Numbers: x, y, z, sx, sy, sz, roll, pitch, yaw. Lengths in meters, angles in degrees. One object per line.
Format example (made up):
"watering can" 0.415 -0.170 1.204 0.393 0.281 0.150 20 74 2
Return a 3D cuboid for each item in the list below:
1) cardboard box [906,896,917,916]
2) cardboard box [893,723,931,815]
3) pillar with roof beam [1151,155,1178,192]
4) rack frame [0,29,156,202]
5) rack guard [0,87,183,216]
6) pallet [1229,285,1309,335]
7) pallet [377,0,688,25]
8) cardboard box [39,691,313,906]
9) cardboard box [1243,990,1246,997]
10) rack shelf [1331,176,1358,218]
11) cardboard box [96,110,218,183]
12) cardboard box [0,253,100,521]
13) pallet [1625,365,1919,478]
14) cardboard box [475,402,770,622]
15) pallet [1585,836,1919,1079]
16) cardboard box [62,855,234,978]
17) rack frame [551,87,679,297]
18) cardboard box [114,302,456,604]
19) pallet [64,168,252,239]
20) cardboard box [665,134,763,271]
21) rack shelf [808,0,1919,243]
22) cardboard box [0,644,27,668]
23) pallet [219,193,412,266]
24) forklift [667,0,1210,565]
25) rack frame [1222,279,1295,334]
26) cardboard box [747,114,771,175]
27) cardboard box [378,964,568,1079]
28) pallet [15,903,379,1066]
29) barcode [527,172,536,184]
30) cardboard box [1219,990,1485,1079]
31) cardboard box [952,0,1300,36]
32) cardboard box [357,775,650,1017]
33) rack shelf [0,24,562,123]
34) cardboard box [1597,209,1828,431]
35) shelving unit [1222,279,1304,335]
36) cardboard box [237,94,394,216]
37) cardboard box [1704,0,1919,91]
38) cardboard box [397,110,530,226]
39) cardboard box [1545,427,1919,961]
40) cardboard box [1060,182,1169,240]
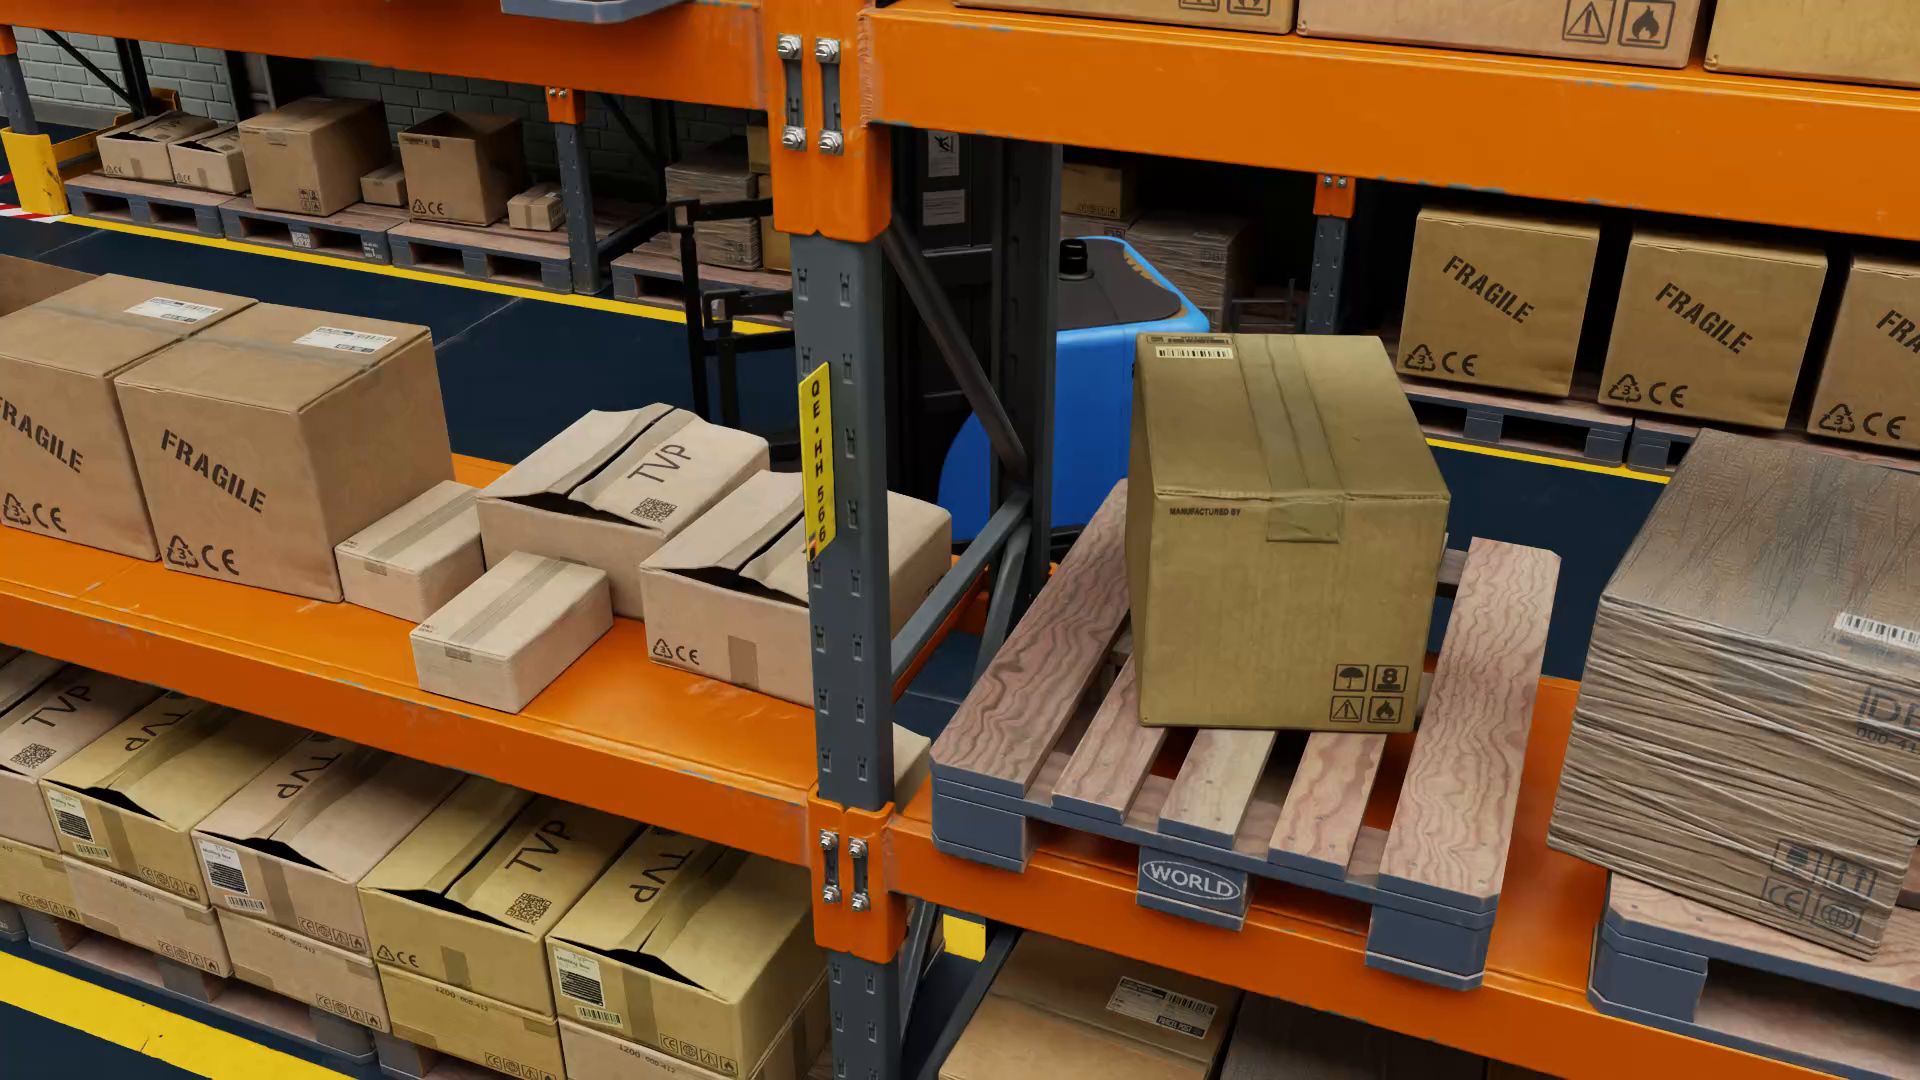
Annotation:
"cardboard box" -0.404 0.908 4.463 0.500 0.250 0.500 11 31 19
"cardboard box" -0.404 0.664 4.325 0.500 0.311 0.500 12 32 21
"pillar with roof beam" -0.668 -3.419 3.653 0.400 9.000 9.100 11 31 19
"rack frame" -5.583 -3.615 10.098 0.127 3.000 1.000 11 31 19
"rack guard" -5.513 -2.513 10.688 0.348 0.500 1.175 11 31 19
"pallet" 1.106 -1.066 8.422 1.213 0.211 1.003 11 31 19
"pallet" -0.692 -1.184 2.940 1.003 0.211 1.213 13 32 21
"cardboard box" -2.021 0.628 4.388 0.500 0.311 0.500 12 32 20
"cardboard box" 0.926 1.087 3.872 0.500 0.500 0.500 13 32 21
"rack shelf" 3.683 -1.452 7.001 4.000 0.370 1.077 11 31 19
"cardboard box" -4.976 -2.467 10.352 0.500 0.311 0.500 8 30 13
"cardboard box" -2.542 -0.412 4.329 0.500 0.500 0.500 14 32 23
"pallet" 3.659 -0.515 7.446 1.213 0.211 1.003 11 31 19
"cardboard box" -0.785 -0.091 3.953 0.500 0.311 0.500 11 31 19
"pallet" 1.775 0.565 2.896 1.213 0.211 1.003 11 31 19
"cardboard box" -2.030 0.870 4.529 0.500 0.250 0.500 12 32 20
"rack frame" -1.877 -2.875 8.788 0.127 3.000 1.000 11 31 19
"cardboard box" -1.590 -0.222 3.993 0.500 0.500 0.500 10 31 16
"pallet" -4.773 -2.221 10.464 1.213 0.211 1.003 11 31 19
"cardboard box" -1.188 -1.850 9.068 0.500 0.500 0.700 12 32 21
"rack shelf" 1.824 -0.498 2.266 4.000 0.370 1.077 11 31 19
"cardboard box" -2.985 0.439 4.722 0.500 0.311 0.500 11 31 19
"pallet" -3.647 -1.994 10.064 1.213 0.211 1.003 11 31 19
"forklift" -0.654 -1.177 5.853 3.031 2.935 1.130 -8 30 -13
"rack frame" 1.073 -0.439 6.275 0.240 1.200 0.006 0 35 -1
"cardboard box" -0.779 -2.096 8.742 0.500 0.250 0.500 11 31 18
"cardboard box" -1.087 1.059 4.196 0.500 0.250 0.500 11 31 19
"pallet" -1.904 0.942 4.869 1.213 0.211 1.003 11 31 19
"barcode" -2.552 -2.151 9.884 0.075 0.075 0.001 11 31 19
"cardboard box" 0.772 1.330 3.442 0.500 0.500 0.500 10 31 17
"cardboard box" 0.388 -1.160 2.603 0.500 0.500 0.910 11 31 19
"cardboard box" -1.091 0.817 4.055 0.500 0.311 0.500 11 31 18
"rack shelf" -3.730 -2.932 9.620 4.000 0.370 1.077 11 31 19
"cardboard box" 3.271 -1.021 7.266 0.750 0.750 0.750 11 31 19
"shelving unit" 1.074 -0.387 6.200 0.258 1.200 0.189 0 35 -1
"cardboard box" -3.787 -2.285 9.838 0.500 0.500 0.700 9 31 16
"cardboard box" 1.342 -0.969 2.266 0.500 0.500 0.910 11 31 19
"cardboard box" -2.853 -2.152 9.603 0.500 0.500 0.500 9 31 15
"cardboard box" 1.372 0.219 2.785 0.500 0.500 0.700 18 34 28
"cardboard box" 0.709 -1.496 8.442 0.500 0.500 0.700 11 31 19
